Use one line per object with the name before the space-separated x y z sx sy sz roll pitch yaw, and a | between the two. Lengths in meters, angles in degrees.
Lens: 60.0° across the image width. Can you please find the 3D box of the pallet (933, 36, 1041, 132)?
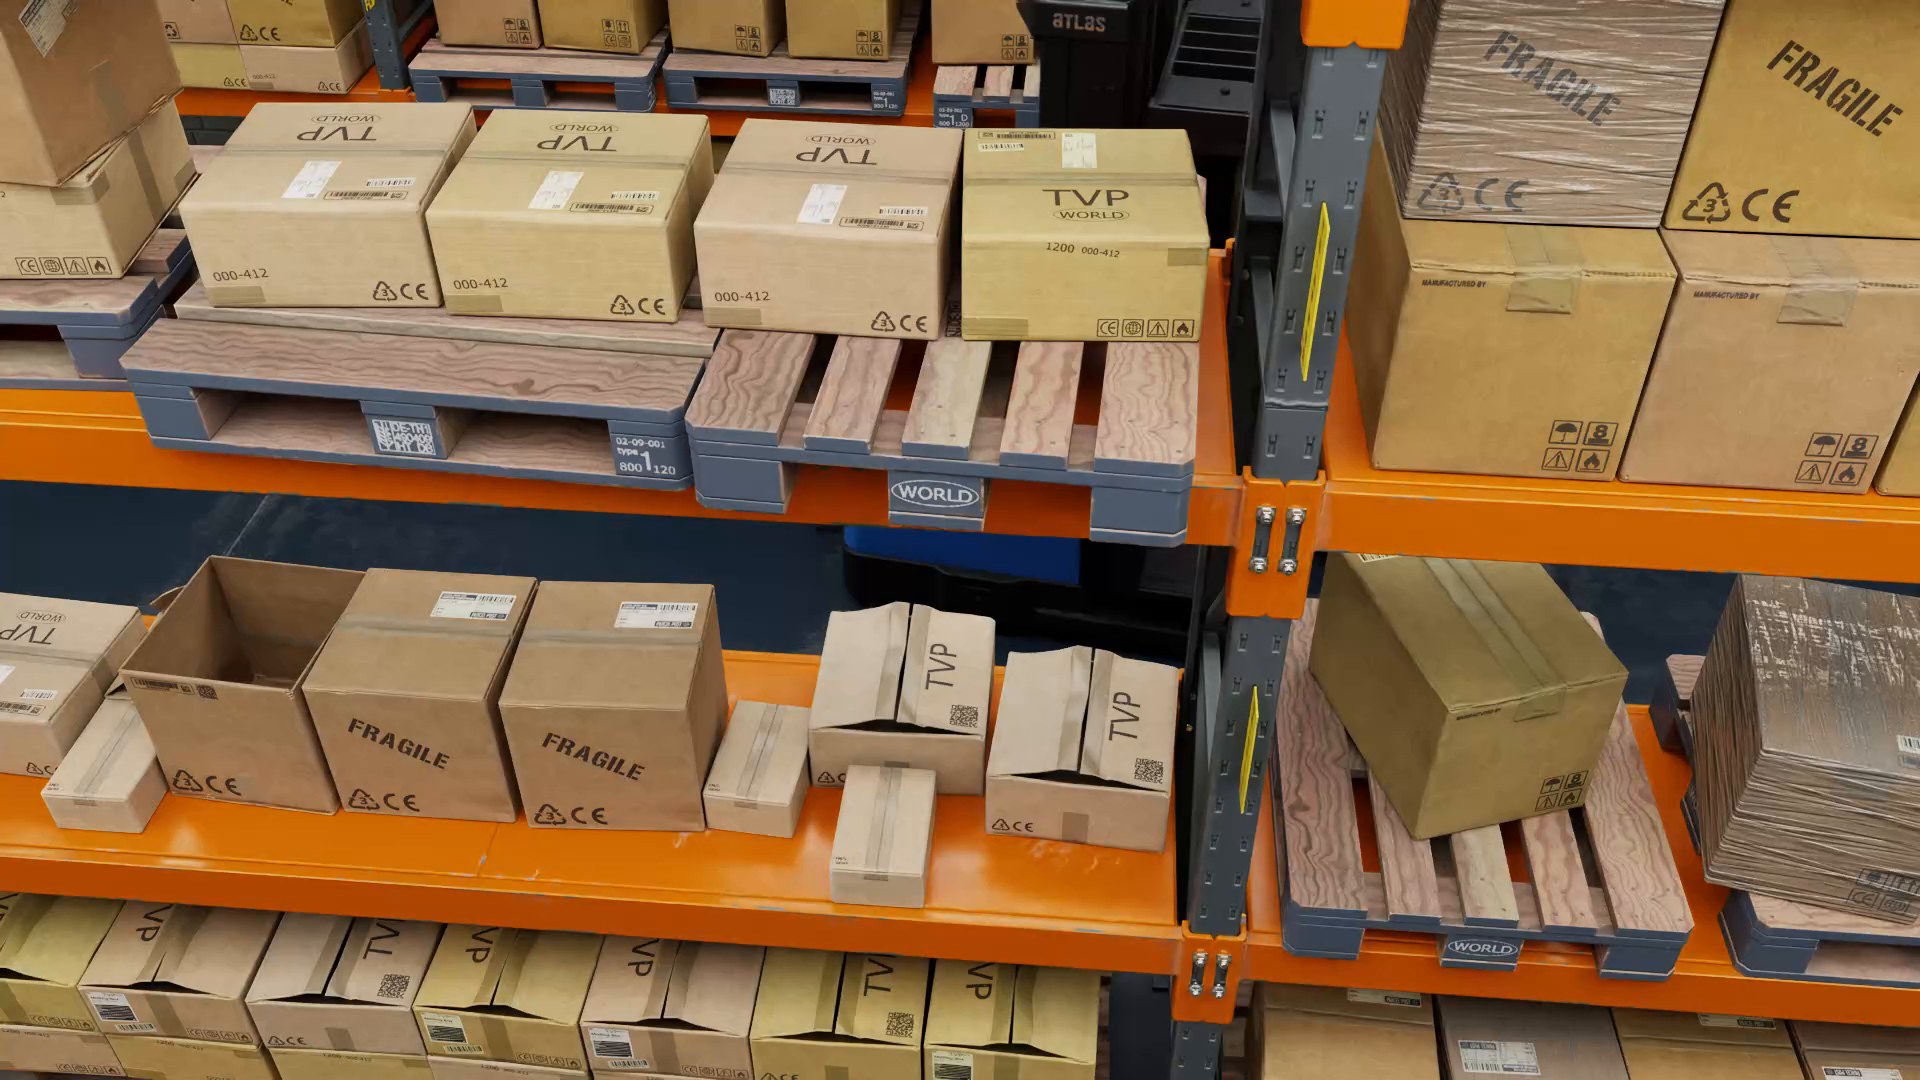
pallet | 0.418 -2.424 8.504 1.003 0.211 1.213 3 39 4

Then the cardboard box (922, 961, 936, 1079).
cardboard box | -0.346 1.591 5.264 0.500 0.250 0.500 3 39 3

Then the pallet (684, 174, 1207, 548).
pallet | 0.030 -0.482 3.739 1.003 0.211 1.213 5 39 6

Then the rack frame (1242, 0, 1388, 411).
rack frame | 0.713 -1.738 2.756 0.127 3.000 1.000 3 39 4

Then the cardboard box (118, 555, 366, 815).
cardboard box | -1.983 0.413 4.787 0.500 0.500 0.500 6 40 7

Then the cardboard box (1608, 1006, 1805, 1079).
cardboard box | 2.164 1.648 4.981 0.500 0.500 0.500 3 39 3

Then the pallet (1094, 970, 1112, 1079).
pallet | -0.103 1.601 5.616 1.213 0.211 1.003 3 39 4

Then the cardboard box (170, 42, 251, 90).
cardboard box | -3.842 -2.562 8.624 0.500 0.250 0.500 3 39 4

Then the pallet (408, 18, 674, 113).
pallet | -2.099 -2.537 8.643 1.213 0.211 1.003 3 39 4

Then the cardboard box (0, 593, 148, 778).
cardboard box | -2.777 0.429 4.966 0.500 0.250 0.500 5 39 7

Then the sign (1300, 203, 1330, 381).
sign | 0.657 -0.457 3.087 0.005 0.325 0.100 3 39 4

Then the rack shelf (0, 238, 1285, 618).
rack shelf | -1.279 -0.404 4.064 4.000 0.370 1.077 3 39 4

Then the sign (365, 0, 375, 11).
sign | -2.887 -2.739 8.053 0.005 0.325 0.100 3 39 4

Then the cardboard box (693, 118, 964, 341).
cardboard box | -0.267 -0.685 3.626 0.500 0.250 0.500 4 39 5

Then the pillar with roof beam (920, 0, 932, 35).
pillar with roof beam | -0.455 -2.761 4.013 0.400 9.000 9.100 3 39 4

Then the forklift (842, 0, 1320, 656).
forklift | 1.055 -0.957 6.604 3.031 2.935 1.130 8 40 10

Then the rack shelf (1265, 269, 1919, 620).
rack shelf | 2.706 -0.186 3.797 4.000 0.370 1.077 3 39 4

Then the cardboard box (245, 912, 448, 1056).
cardboard box | -1.867 1.294 5.185 0.500 0.311 0.500 2 39 2

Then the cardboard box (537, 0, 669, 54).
cardboard box | -1.788 -2.870 8.472 0.500 0.500 0.700 7 40 8

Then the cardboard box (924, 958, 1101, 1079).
cardboard box | 0.170 1.401 5.053 0.500 0.311 0.500 4 39 5

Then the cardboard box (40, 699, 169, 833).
cardboard box | -2.407 0.645 4.780 0.250 0.149 0.380 3 39 4

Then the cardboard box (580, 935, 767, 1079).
cardboard box | -0.851 1.348 5.119 0.500 0.311 0.500 3 39 4

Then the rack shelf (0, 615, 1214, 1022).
rack shelf | -1.279 0.759 5.011 4.000 0.370 1.077 3 39 4

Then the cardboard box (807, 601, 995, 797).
cardboard box | -0.161 0.453 4.888 0.500 0.311 0.500 3 39 3

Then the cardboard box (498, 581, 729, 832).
cardboard box | -0.960 0.469 4.718 0.500 0.500 0.500 1 39 1

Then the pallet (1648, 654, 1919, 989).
pallet | 2.651 0.766 4.584 1.213 0.211 1.003 3 39 4

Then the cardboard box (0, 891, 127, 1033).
cardboard box | -2.881 1.236 5.256 0.500 0.311 0.500 3 39 4

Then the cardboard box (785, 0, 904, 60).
cardboard box | -0.575 -2.809 8.397 0.500 0.500 0.700 3 39 4

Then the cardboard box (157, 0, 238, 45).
cardboard box | -3.843 -2.840 8.372 0.500 0.500 0.500 3 39 4

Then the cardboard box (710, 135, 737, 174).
cardboard box | -1.156 -2.159 9.064 0.500 0.250 0.500 2 39 3

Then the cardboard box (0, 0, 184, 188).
cardboard box | -2.091 -1.113 3.557 0.500 0.500 0.500 7 40 8

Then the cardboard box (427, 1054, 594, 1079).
cardboard box | -1.359 1.536 5.332 0.500 0.250 0.500 4 39 5

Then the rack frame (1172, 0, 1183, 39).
rack frame | 1.137 -2.527 8.478 0.127 3.000 1.000 3 39 4

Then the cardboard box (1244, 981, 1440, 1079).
cardboard box | 1.142 1.592 5.049 0.500 0.500 0.500 5 39 6

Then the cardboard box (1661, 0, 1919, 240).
cardboard box | 1.656 -0.945 3.288 0.500 0.500 0.500 3 39 4

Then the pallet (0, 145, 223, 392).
pallet | -2.392 -0.678 3.982 1.217 0.209 0.805 2 39 2

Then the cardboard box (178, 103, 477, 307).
cardboard box | -1.372 -0.754 3.710 0.500 0.250 0.500 0 39 0

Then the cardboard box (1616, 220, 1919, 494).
cardboard box | 1.659 -0.583 3.634 0.500 0.500 0.910 3 39 4

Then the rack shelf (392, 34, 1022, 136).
rack shelf | -0.856 -2.357 8.839 4.000 0.370 1.077 3 39 4

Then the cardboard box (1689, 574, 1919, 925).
cardboard box | 2.245 0.521 4.322 0.500 0.500 0.700 10 40 12

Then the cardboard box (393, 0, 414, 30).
cardboard box | -3.298 -2.855 8.984 0.500 0.250 0.500 4 39 4

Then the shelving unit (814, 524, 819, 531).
shelving unit | -0.538 -0.495 7.526 0.252 1.050 0.215 8 40 10

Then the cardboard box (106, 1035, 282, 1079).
cardboard box | -2.382 1.481 5.400 0.500 0.250 0.500 4 39 5
